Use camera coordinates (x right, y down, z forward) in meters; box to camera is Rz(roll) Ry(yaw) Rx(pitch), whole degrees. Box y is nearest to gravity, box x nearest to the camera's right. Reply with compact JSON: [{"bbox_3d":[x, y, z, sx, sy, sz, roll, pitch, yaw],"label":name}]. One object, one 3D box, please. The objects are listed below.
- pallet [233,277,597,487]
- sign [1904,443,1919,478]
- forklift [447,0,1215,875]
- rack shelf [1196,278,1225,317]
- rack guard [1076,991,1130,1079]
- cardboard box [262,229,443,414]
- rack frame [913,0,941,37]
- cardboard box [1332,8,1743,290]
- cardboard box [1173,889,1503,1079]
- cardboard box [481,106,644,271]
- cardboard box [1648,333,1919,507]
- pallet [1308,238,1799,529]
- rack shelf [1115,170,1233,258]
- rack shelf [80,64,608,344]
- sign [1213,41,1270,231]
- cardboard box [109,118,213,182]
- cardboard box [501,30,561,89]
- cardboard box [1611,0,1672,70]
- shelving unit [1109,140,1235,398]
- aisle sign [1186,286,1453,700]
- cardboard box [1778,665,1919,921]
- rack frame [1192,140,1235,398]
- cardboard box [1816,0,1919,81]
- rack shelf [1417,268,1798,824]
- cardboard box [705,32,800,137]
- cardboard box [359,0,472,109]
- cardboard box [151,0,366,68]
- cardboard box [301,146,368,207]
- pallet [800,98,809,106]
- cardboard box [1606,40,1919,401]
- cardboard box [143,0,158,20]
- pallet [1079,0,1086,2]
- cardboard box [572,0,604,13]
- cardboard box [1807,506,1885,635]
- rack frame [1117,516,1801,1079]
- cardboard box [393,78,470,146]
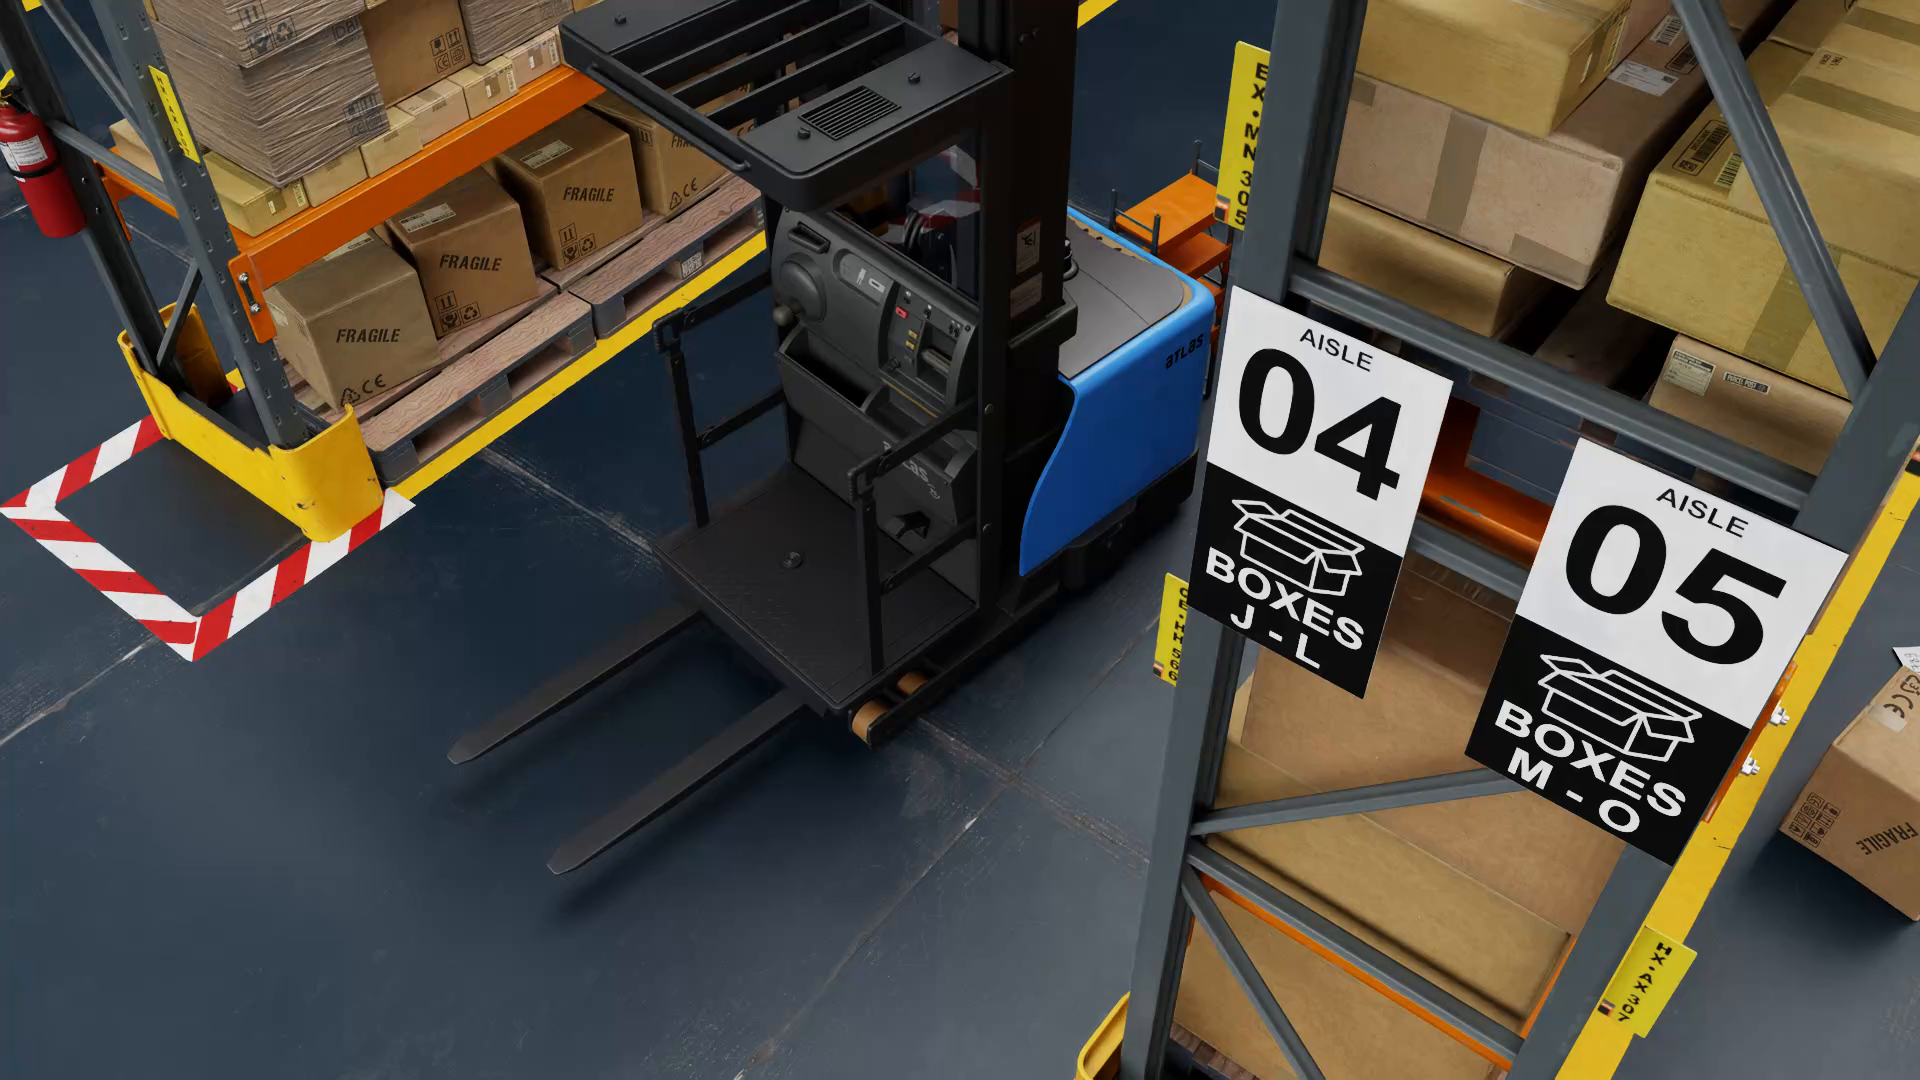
[{"bbox_3d":[-2.406,-0.848,7.415,1.003,0.211,1.213,29,53,25],"label":"pallet"},{"bbox_3d":[1.321,-0.185,2.119,0.100,0.325,0.005,29,53,25],"label":"sign"},{"bbox_3d":[-0.450,-0.701,5.392,3.031,2.935,1.130,-35,55,-29],"label":"forklift"},{"bbox_3d":[0.845,-0.940,6.912,0.480,0.148,0.258,-35,55,-29],"label":"rack shelf"},{"bbox_3d":[0.871,1.809,4.676,1.175,0.500,0.348,29,53,25],"label":"rack guard"},{"bbox_3d":[-2.583,-0.950,7.022,0.500,0.500,0.500,-33,54,-27],"label":"cardboard box"},{"bbox_3d":[-0.532,-3.608,8.122,1.000,3.000,0.127,29,53,25],"label":"rack frame"},{"bbox_3d":[0.964,-0.739,2.845,0.500,0.250,0.500,30,53,25],"label":"cardboard box"},{"bbox_3d":[1.248,1.103,4.801,0.875,0.875,0.875,29,53,25],"label":"cardboard box"},{"bbox_3d":[-1.846,-1.658,7.697,0.500,0.500,0.500,34,55,28],"label":"cardboard box"},{"bbox_3d":[1.349,-0.252,2.656,0.380,0.149,0.250,30,53,25],"label":"cardboard box"},{"bbox_3d":[1.331,-0.503,3.143,1.003,0.211,1.213,29,53,25],"label":"pallet"},{"bbox_3d":[0.845,-1.258,6.579,0.480,0.148,0.258,-35,55,-29],"label":"rack shelf"},{"bbox_3d":[-1.755,-2.215,7.289,1.077,0.370,4.000,29,53,25],"label":"rack shelf"},{"bbox_3d":[0.465,-0.631,2.646,0.100,0.325,0.005,29,53,25],"label":"sign"},{"bbox_3d":[-2.967,-1.487,6.269,0.380,0.149,0.250,29,53,25],"label":"cardboard box"},{"bbox_3d":[-1.856,-2.008,6.768,0.380,0.149,0.250,29,53,25],"label":"cardboard box"},{"bbox_3d":[0.977,-0.958,2.779,0.380,0.149,0.250,29,53,25],"label":"cardboard box"},{"bbox_3d":[0.845,-0.987,6.863,0.503,1.200,0.258,-35,55,-29],"label":"shelving unit"},{"bbox_3d":[0.605,-0.058,2.934,0.394,0.787,0.004,29,53,25],"label":"aisle sign"},{"bbox_3d":[3.194,0.847,5.593,0.500,0.500,0.500,-33,55,-28],"label":"cardboard box"},{"bbox_3d":[1.021,-1.109,6.980,0.015,1.200,0.240,-35,55,-29],"label":"rack frame"},{"bbox_3d":[1.496,-0.666,2.500,0.380,0.149,0.250,29,53,25],"label":"cardboard box"},{"bbox_3d":[2.108,-1.000,4.054,1.077,0.370,4.000,29,53,25],"label":"rack shelf"},{"bbox_3d":[-1.152,-2.347,8.356,0.500,0.500,0.500,-26,52,-23],"label":"cardboard box"},{"bbox_3d":[-2.409,-2.098,6.405,0.875,0.500,0.500,29,53,25],"label":"cardboard box"},{"bbox_3d":[-2.426,-1.996,5.616,0.500,0.500,0.500,29,53,25],"label":"cardboard box"},{"bbox_3d":[-2.447,-1.424,6.210,0.380,0.149,0.250,29,53,25],"label":"cardboard box"},{"bbox_3d":[-0.915,-2.245,8.748,1.003,0.211,1.213,29,53,25],"label":"pallet"},{"bbox_3d":[1.384,-0.498,2.615,0.500,0.250,0.500,29,53,25],"label":"cardboard box"},{"bbox_3d":[-2.837,-2.226,5.835,0.500,0.500,0.500,29,53,25],"label":"cardboard box"},{"bbox_3d":[0.688,-3.792,10.226,1.003,0.211,1.213,29,53,25],"label":"pallet"},{"bbox_3d":[-1.754,-2.646,6.928,0.875,0.500,0.500,29,53,25],"label":"cardboard box"},{"bbox_3d":[1.856,-0.304,4.116,0.875,0.550,0.550,29,53,25],"label":"cardboard box"},{"bbox_3d":[0.886,0.932,3.786,1.000,3.000,0.127,29,53,25],"label":"rack frame"},{"bbox_3d":[-2.146,-1.713,6.486,0.380,0.149,0.250,29,53,25],"label":"cardboard box"}]
